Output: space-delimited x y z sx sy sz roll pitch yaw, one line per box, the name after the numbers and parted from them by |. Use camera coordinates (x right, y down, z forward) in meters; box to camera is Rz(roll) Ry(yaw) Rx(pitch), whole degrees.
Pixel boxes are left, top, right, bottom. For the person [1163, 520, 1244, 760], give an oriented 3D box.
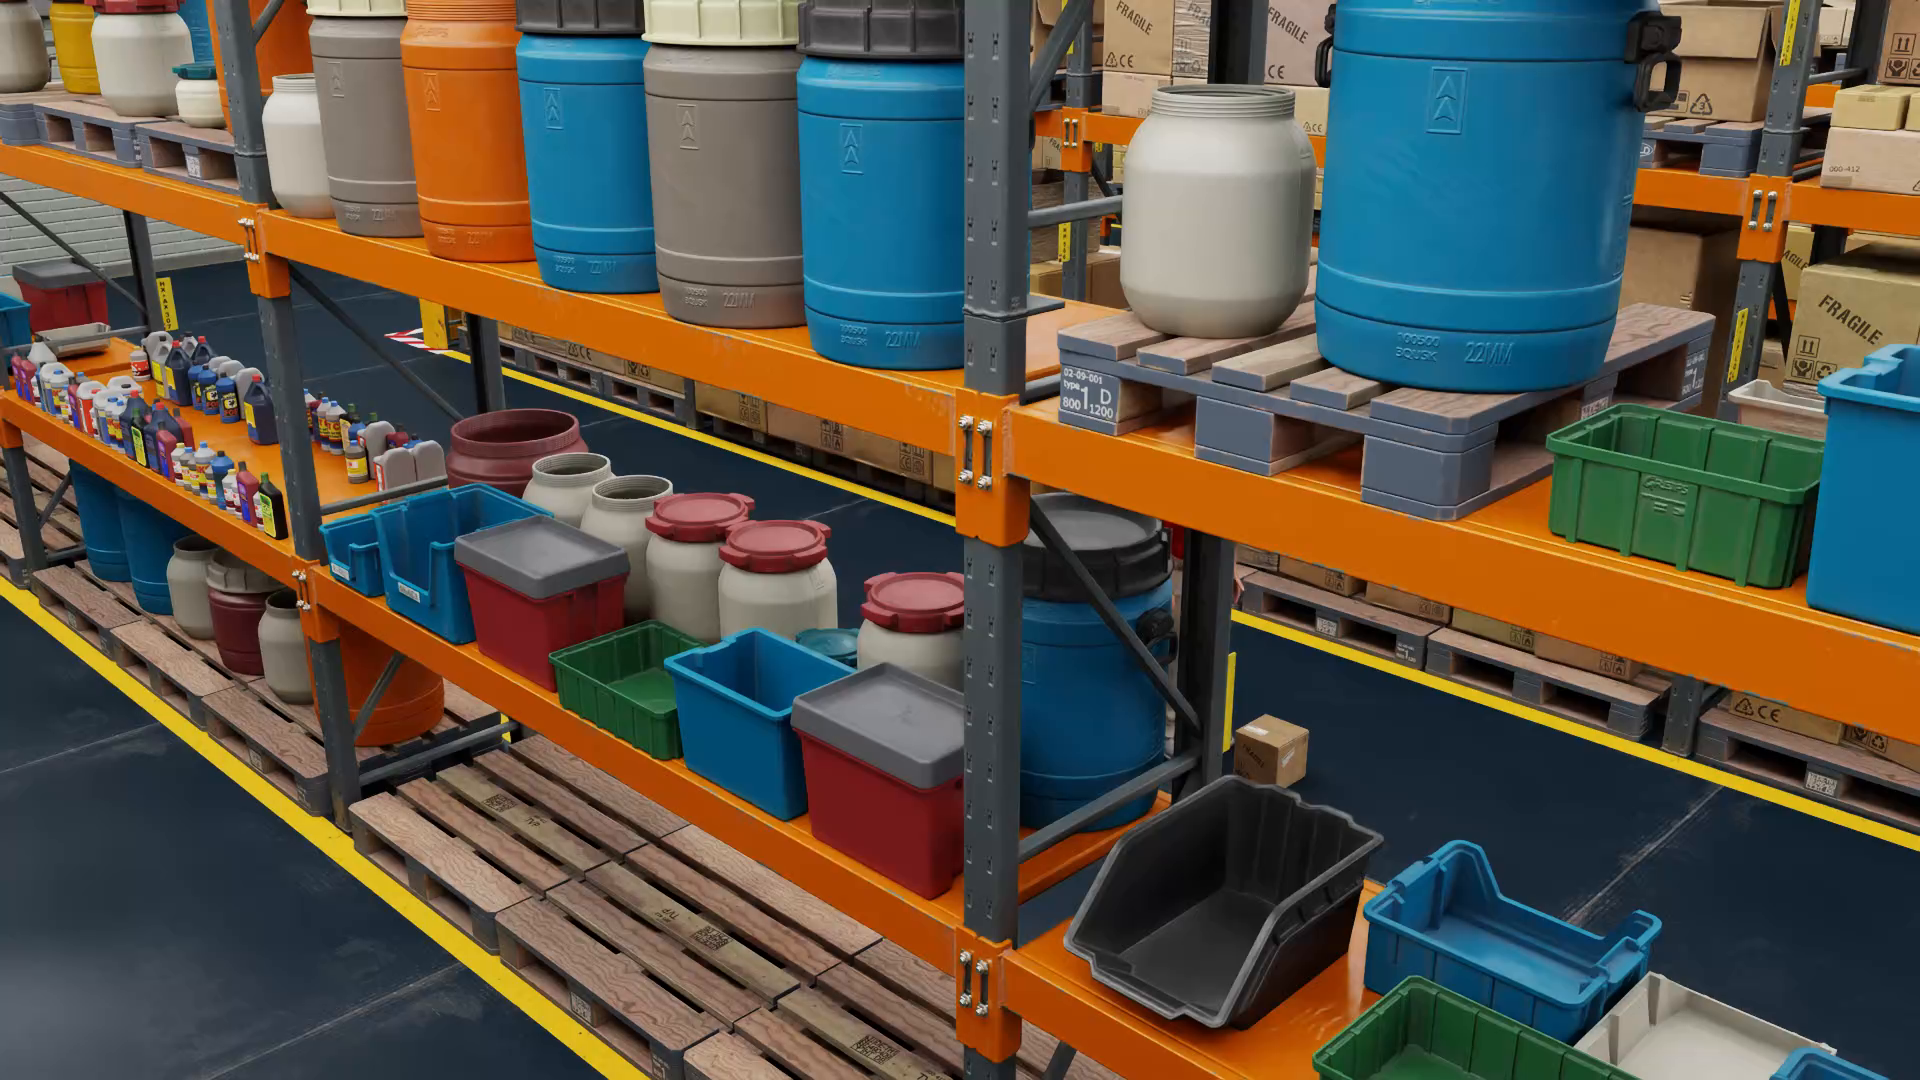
1.154 0.211 8.031 0.530 1.735 0.371 -19 28 -41 | person
